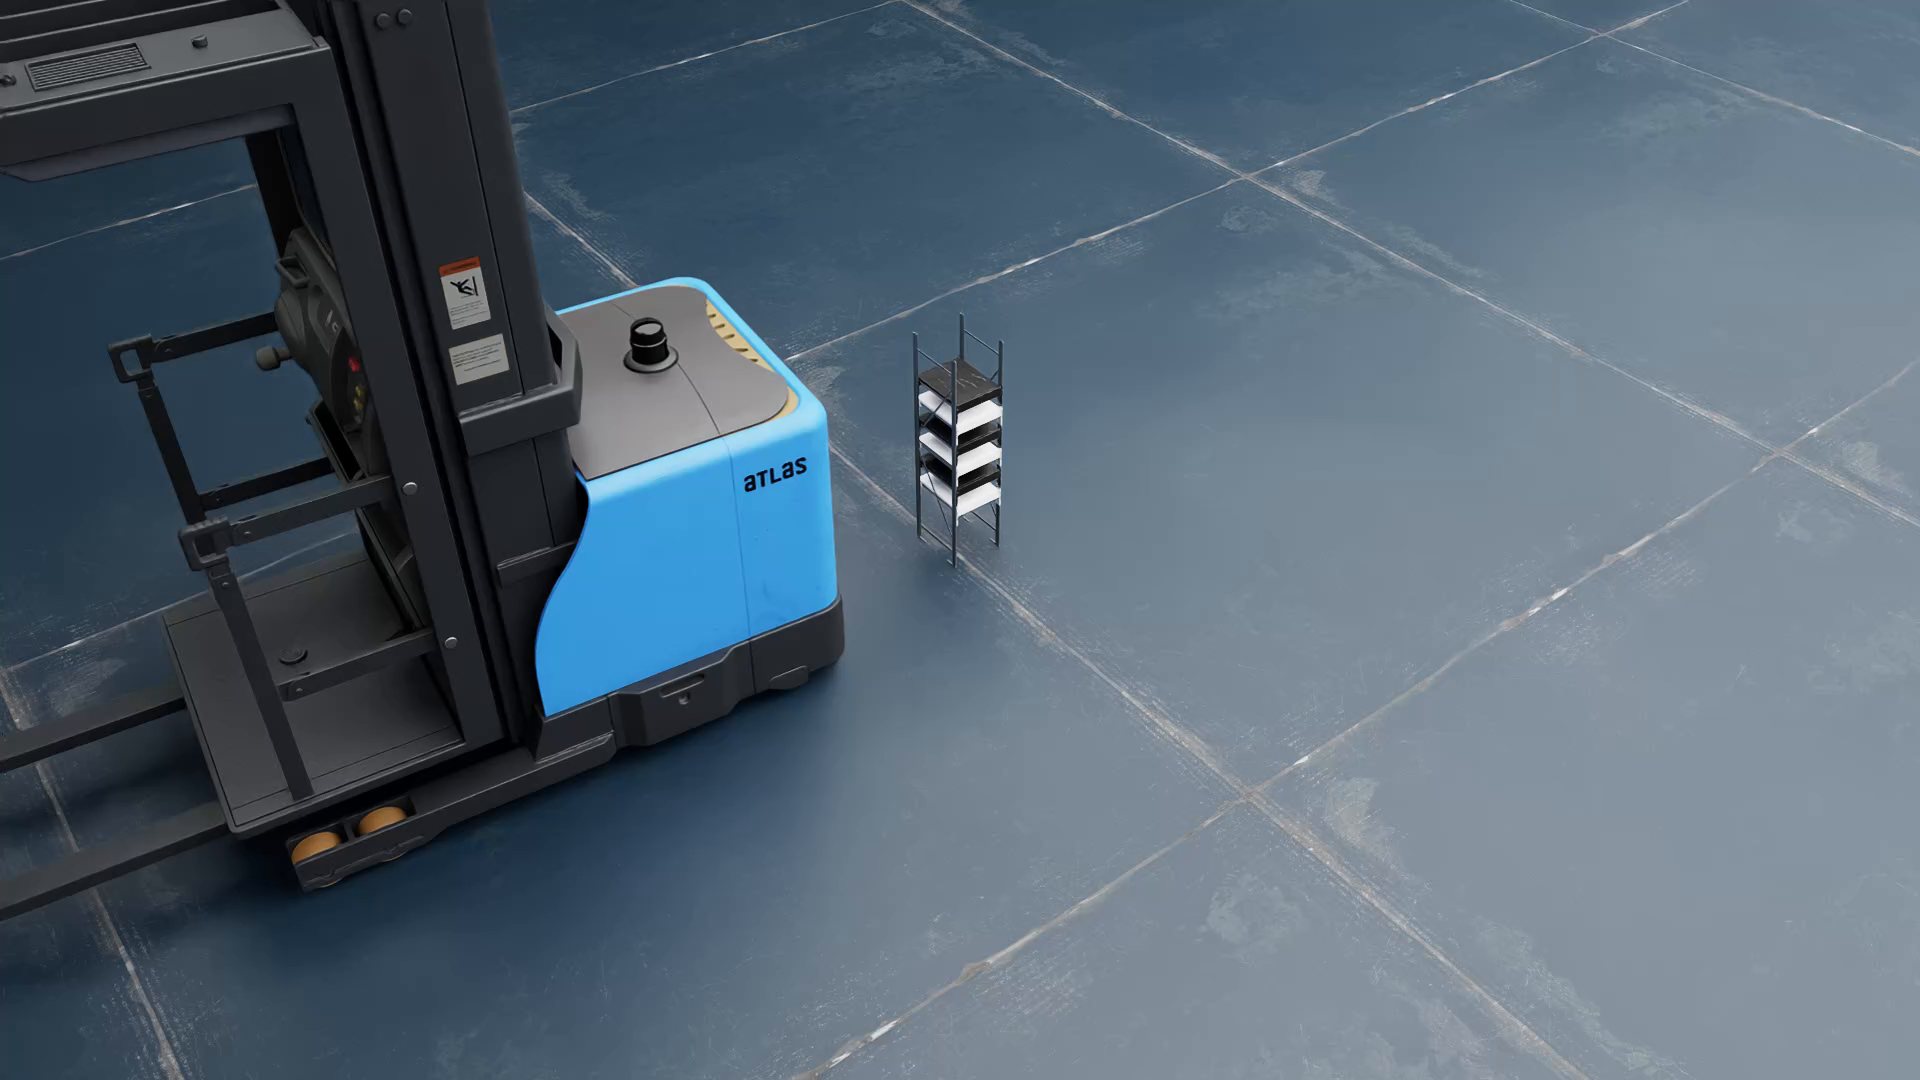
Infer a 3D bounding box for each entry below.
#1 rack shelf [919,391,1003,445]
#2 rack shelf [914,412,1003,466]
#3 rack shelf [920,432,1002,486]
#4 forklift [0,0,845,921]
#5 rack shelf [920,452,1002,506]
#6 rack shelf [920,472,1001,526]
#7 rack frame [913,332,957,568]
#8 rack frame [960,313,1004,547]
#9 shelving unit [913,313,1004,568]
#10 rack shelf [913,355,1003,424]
[{"bbox_3d":[-0.006,-0.458,5.868,0.200,0.077,0.258,-26,46,-28],"label":"rack shelf"},{"bbox_3d":[-0.006,-0.389,5.925,0.200,0.077,0.258,-26,46,-28],"label":"rack shelf"},{"bbox_3d":[-0.006,-0.319,5.982,0.200,0.077,0.258,-26,46,-28],"label":"rack shelf"},{"bbox_3d":[-1.922,-0.479,4.522,3.031,2.935,1.130,-21,44,-24],"label":"forklift"},{"bbox_3d":[-0.006,-0.249,6.039,0.200,0.077,0.258,-26,46,-28],"label":"rack shelf"},{"bbox_3d":[-0.006,-0.180,6.096,0.200,0.077,0.258,-26,46,-28],"label":"rack shelf"},{"bbox_3d":[-0.087,-0.305,5.913,0.006,0.900,0.240,-26,46,-28],"label":"rack frame"},{"bbox_3d":[0.074,-0.384,6.009,0.006,0.900,0.240,-26,46,-28],"label":"rack frame"},{"bbox_3d":[-0.006,-0.345,5.961,0.210,0.900,0.258,-26,46,-28],"label":"shelving unit"},{"bbox_3d":[-0.006,-0.528,5.811,0.200,0.077,0.258,-26,46,-28],"label":"rack shelf"}]
